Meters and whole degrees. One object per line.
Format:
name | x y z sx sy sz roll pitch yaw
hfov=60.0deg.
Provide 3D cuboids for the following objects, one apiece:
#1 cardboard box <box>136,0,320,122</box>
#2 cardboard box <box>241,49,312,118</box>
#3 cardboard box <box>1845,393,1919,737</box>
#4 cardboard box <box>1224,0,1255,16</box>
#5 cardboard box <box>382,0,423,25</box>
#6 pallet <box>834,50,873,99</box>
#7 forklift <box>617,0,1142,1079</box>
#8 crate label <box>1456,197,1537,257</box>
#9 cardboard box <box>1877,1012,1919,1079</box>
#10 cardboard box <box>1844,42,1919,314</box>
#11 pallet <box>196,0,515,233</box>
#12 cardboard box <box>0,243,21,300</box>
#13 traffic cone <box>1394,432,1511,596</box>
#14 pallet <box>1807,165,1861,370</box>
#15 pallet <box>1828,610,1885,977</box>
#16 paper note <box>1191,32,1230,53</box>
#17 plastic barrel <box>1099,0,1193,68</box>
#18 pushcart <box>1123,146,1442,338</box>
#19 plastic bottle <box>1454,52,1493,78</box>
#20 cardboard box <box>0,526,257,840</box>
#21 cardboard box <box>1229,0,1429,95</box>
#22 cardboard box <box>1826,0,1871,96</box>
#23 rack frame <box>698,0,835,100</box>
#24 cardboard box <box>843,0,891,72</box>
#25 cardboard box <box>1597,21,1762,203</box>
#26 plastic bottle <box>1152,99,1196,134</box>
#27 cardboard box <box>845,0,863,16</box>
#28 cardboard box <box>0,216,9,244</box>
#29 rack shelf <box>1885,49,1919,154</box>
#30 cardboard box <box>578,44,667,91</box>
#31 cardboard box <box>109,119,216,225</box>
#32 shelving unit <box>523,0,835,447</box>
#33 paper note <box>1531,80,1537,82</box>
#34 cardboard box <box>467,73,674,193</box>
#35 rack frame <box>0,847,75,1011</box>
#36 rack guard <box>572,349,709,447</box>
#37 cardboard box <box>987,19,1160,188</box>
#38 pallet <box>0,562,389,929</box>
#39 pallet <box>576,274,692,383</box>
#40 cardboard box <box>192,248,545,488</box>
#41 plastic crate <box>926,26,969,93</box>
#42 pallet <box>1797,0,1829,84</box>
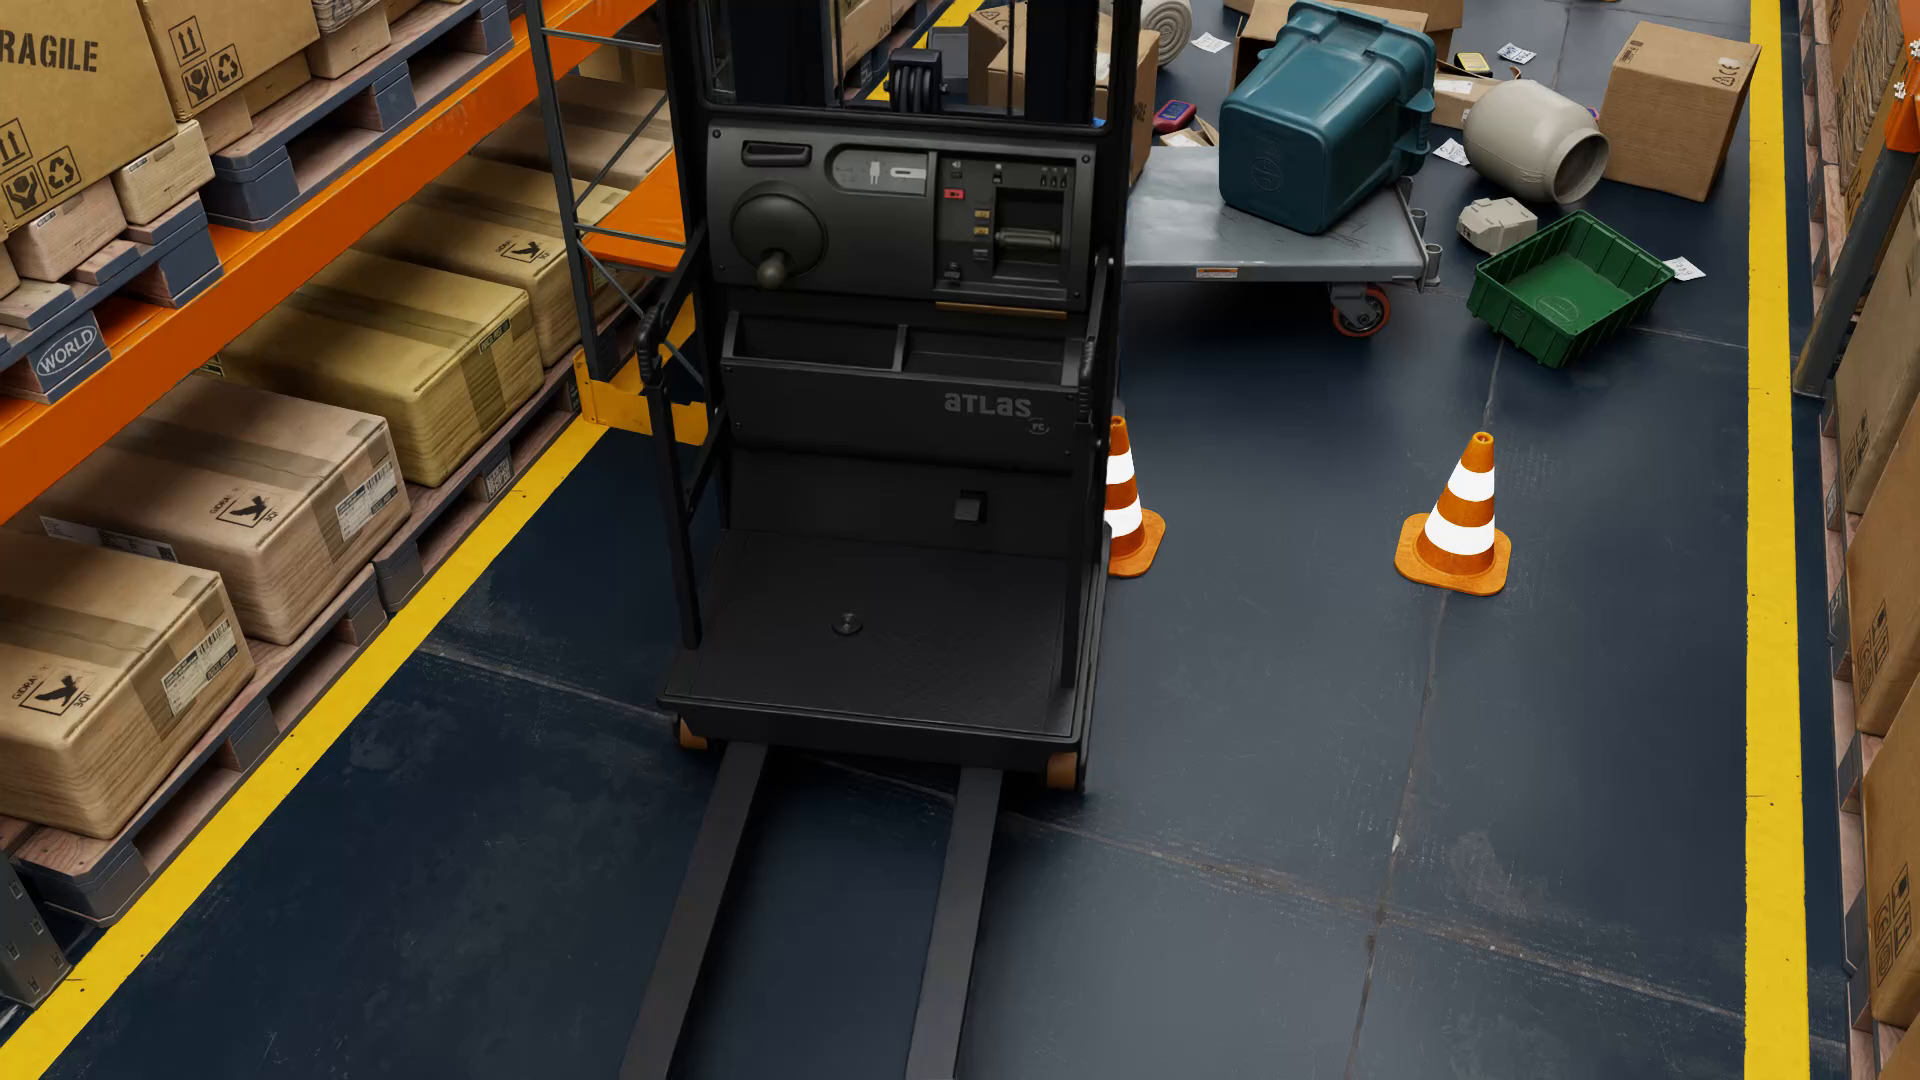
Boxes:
cardboard box | -1.919 -1.353 3.895 0.500 0.500 0.500 14 42 16
cardboard box | -1.904 -1.225 4.245 0.380 0.149 0.250 15 43 17
cardboard box | 2.955 0.106 4.225 1.050 0.750 0.750 13 42 15
cardboard box | 1.548 -2.721 8.325 0.250 0.149 0.380 -29 48 -29
cardboard box | -1.735 -1.546 4.621 0.380 0.149 0.250 12 42 14
pallet | -1.073 -1.970 7.397 1.003 0.211 1.213 13 42 15
forklift | -0.175 -0.695 3.806 1.130 2.935 3.031 5 41 6
crate label | 2.139 -1.251 6.611 0.298 0.136 0.250 -13 42 -15
cardboard box | 2.341 1.208 2.933 1.050 0.750 0.750 13 42 14
cardboard box | 3.697 -1.296 5.772 0.875 0.875 0.875 14 42 16
pallet | -1.999 -1.317 4.631 1.003 0.211 1.213 13 42 15
cardboard box | -2.223 -0.560 3.465 0.380 0.149 0.250 11 42 12
traffic cone | 1.539 -0.129 5.044 0.336 0.463 0.334 13 42 15
pallet | 3.750 -0.962 6.215 1.003 0.211 1.213 13 42 15
pallet | 2.808 0.718 4.246 1.003 0.211 1.213 13 42 15
paper note | 1.214 -2.416 8.067 0.148 0.019 0.142 29 48 29
plastic barrel | 0.814 -2.477 7.828 0.421 0.421 0.512 -21 45 -22
pushcart | 0.890 -1.140 6.296 1.648 0.377 0.936 0 40 0
plastic bottle | 2.408 -2.193 7.773 0.133 0.061 0.283 0 40 0
cardboard box | -2.435 0.324 4.261 0.950 0.372 0.625 11 42 12
cardboard box | 1.565 -1.950 7.043 0.797 0.637 0.503 13 42 15
cardboard box | 4.316 -2.402 7.068 0.875 0.875 0.875 13 42 14
rack frame | -0.681 -1.567 5.931 0.500 1.500 0.032 13 42 14
cardboard box | -0.642 -2.355 7.495 0.500 0.250 0.500 16 43 18
cardboard box | 2.983 -1.801 6.974 0.500 0.500 0.500 21 45 22
plastic bottle | 0.934 -1.867 7.391 0.133 0.061 0.283 21 45 22
cardboard box | -0.642 -2.642 7.252 0.500 0.500 0.500 15 43 17
cardboard box | -2.266 -0.708 3.139 0.500 0.500 0.500 12 42 14
rack shelf | 2.733 -0.083 3.591 1.077 0.370 4.000 13 42 15
cardboard box | -1.320 -2.148 7.251 0.500 0.250 0.500 15 43 17
cardboard box | -1.973 -0.880 3.840 0.380 0.149 0.250 14 42 15
shelving unit | -0.851 -1.250 5.560 0.587 1.500 1.083 13 42 14
paper note | 2.632 -2.116 7.722 0.123 0.001 0.032 -29 48 -29
cardboard box | -1.447 -1.453 6.343 0.950 0.372 0.625 14 42 16
rack frame | -2.638 -0.174 3.143 1.000 3.000 0.127 13 42 15
rack guard | -1.015 -0.469 5.607 0.587 0.250 0.087 13 42 14
cardboard box | 0.413 -1.574 6.126 0.500 0.500 0.500 13 42 15
pallet | -2.369 0.411 4.606 1.003 0.211 1.213 13 42 15
pallet | -1.535 -1.078 6.350 1.003 0.211 1.213 13 42 15
cardboard box | -1.926 -0.589 5.331 0.950 0.372 0.625 15 43 17
plastic crate | 0.038 -2.278 7.859 0.402 0.080 0.583 0 40 0
pallet | 4.584 -2.450 7.960 1.003 0.211 1.213 13 42 15
